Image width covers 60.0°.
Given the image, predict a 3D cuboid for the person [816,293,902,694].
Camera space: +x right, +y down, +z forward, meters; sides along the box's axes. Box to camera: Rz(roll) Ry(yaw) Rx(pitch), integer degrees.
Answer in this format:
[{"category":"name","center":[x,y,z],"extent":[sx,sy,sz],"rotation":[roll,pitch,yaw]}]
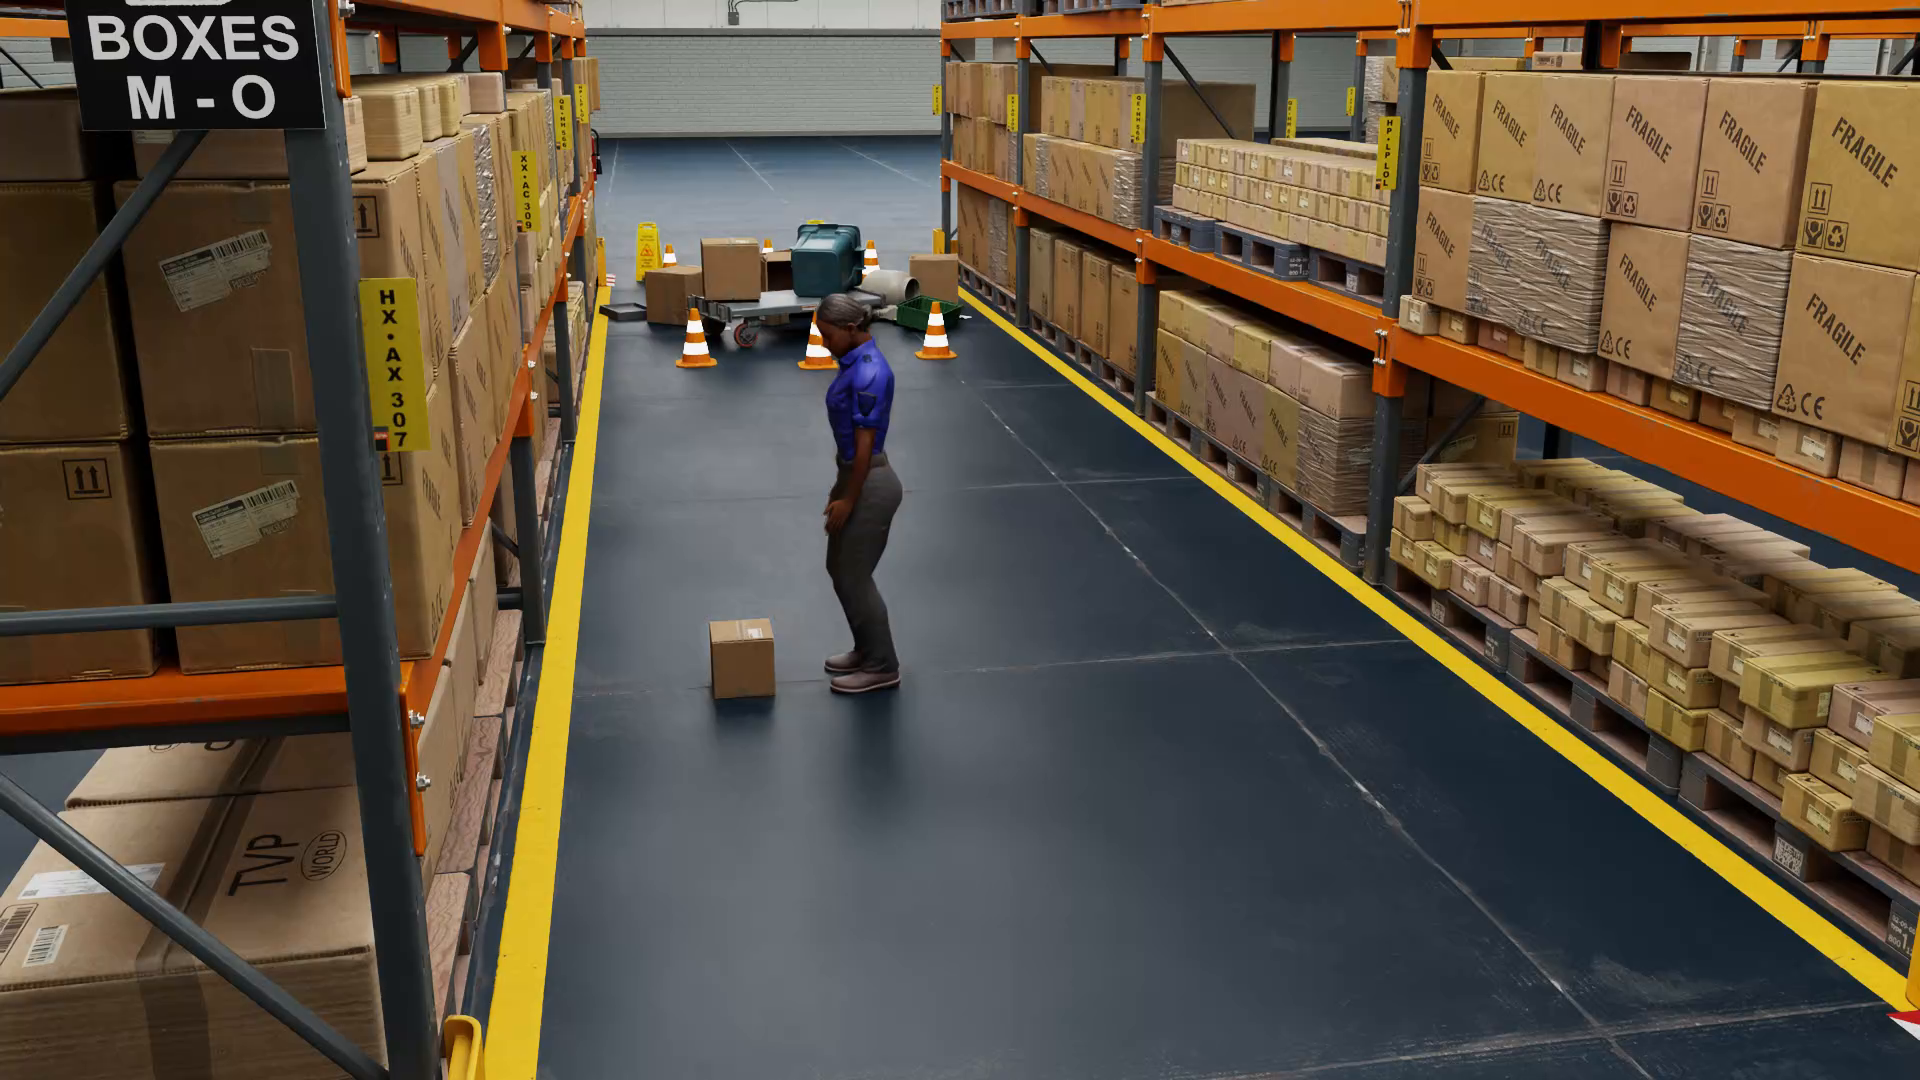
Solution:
[{"category":"person","center":[-0.405,-0.186,6.744],"extent":[0.337,1.631,0.448],"rotation":[-3,17,-9]}]
